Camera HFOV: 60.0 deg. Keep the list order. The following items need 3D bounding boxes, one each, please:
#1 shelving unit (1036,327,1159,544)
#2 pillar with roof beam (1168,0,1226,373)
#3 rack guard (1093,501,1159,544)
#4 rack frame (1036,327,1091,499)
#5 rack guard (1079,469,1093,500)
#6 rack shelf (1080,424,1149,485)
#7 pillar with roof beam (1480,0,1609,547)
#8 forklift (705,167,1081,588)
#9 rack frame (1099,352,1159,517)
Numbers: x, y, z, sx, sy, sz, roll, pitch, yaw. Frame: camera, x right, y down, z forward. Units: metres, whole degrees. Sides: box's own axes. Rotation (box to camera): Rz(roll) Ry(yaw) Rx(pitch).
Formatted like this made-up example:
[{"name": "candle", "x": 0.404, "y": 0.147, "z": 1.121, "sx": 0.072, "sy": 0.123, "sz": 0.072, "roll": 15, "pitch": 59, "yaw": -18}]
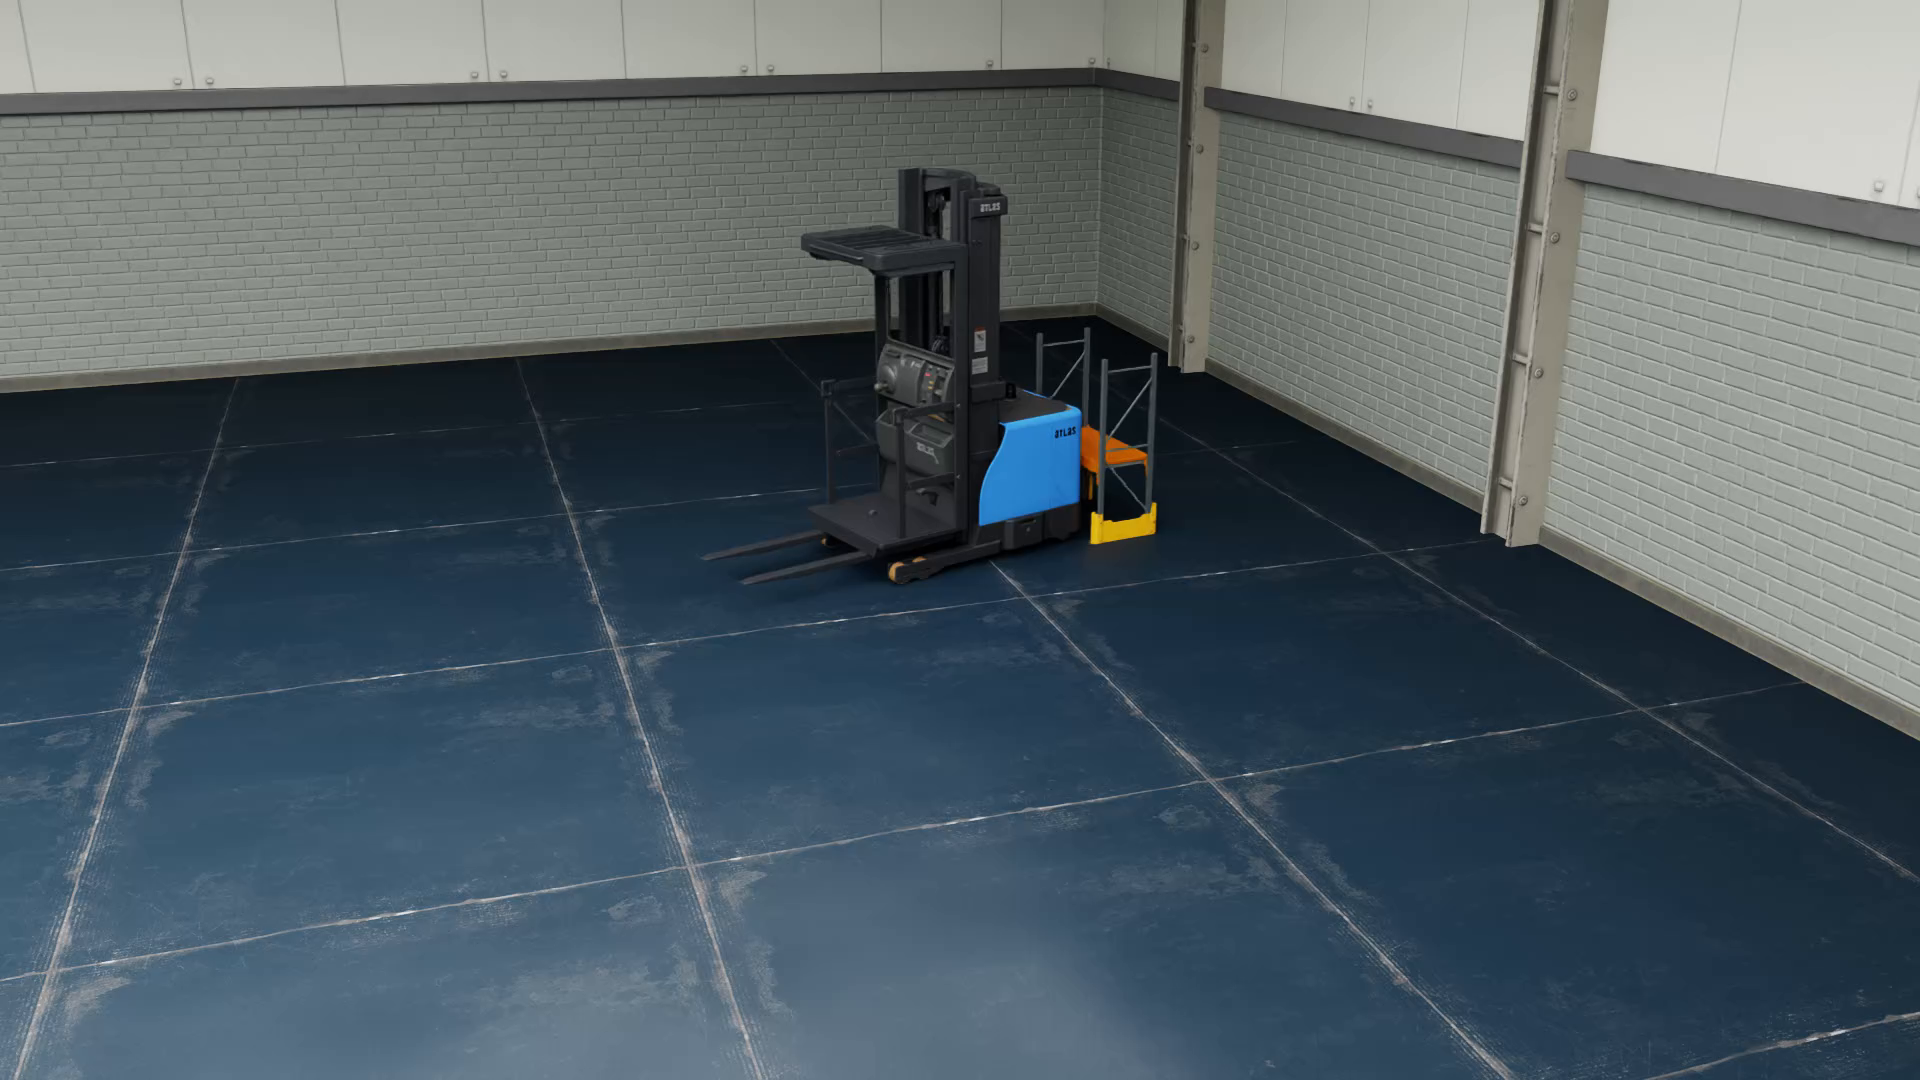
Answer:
[{"name": "shelving unit", "x": 1.108, "y": -0.879, "z": 13.644, "sx": 0.587, "sy": 1.500, "sz": 1.083, "roll": -10, "pitch": 22, "yaw": -26}, {"name": "pillar with roof beam", "x": -1.512, "y": -5.726, "z": 16.045, "sx": 9.100, "sy": 9.000, "sz": 0.400, "roll": -6, "pitch": 21, "yaw": -17}, {"name": "rack guard", "x": 1.340, "y": -0.142, "z": 13.441, "sx": 0.587, "sy": 0.250, "sz": 0.087, "roll": -10, "pitch": 22, "yaw": -26}, {"name": "rack frame", "x": 0.867, "y": -1.034, "z": 14.075, "sx": 0.500, "sy": 1.500, "sz": 0.032, "roll": -10, "pitch": 22, "yaw": -26}, {"name": "rack guard", "x": 0.876, "y": -0.440, "z": 14.270, "sx": 0.587, "sy": 0.250, "sz": 0.087, "roll": -10, "pitch": 22, "yaw": -26}, {"name": "rack shelf", "x": 1.104, "y": -0.712, "z": 13.713, "sx": 0.538, "sy": 0.185, "sz": 1.000, "roll": -10, "pitch": 22, "yaw": -26}, {"name": "pillar with roof beam", "x": 0.374, "y": -3.800, "z": 10.684, "sx": 9.100, "sy": 9.000, "sz": 0.400, "roll": -6, "pitch": 21, "yaw": -17}, {"name": "forklift", "x": -0.495, "y": -1.238, "z": 12.528, "sx": 3.031, "sy": 2.935, "sz": 1.130, "roll": -15, "pitch": 25, "yaw": -36}, {"name": "rack frame", "x": 1.341, "y": -0.729, "z": 13.229, "sx": 0.500, "sy": 1.500, "sz": 0.032, "roll": -10, "pitch": 22, "yaw": -26}]
